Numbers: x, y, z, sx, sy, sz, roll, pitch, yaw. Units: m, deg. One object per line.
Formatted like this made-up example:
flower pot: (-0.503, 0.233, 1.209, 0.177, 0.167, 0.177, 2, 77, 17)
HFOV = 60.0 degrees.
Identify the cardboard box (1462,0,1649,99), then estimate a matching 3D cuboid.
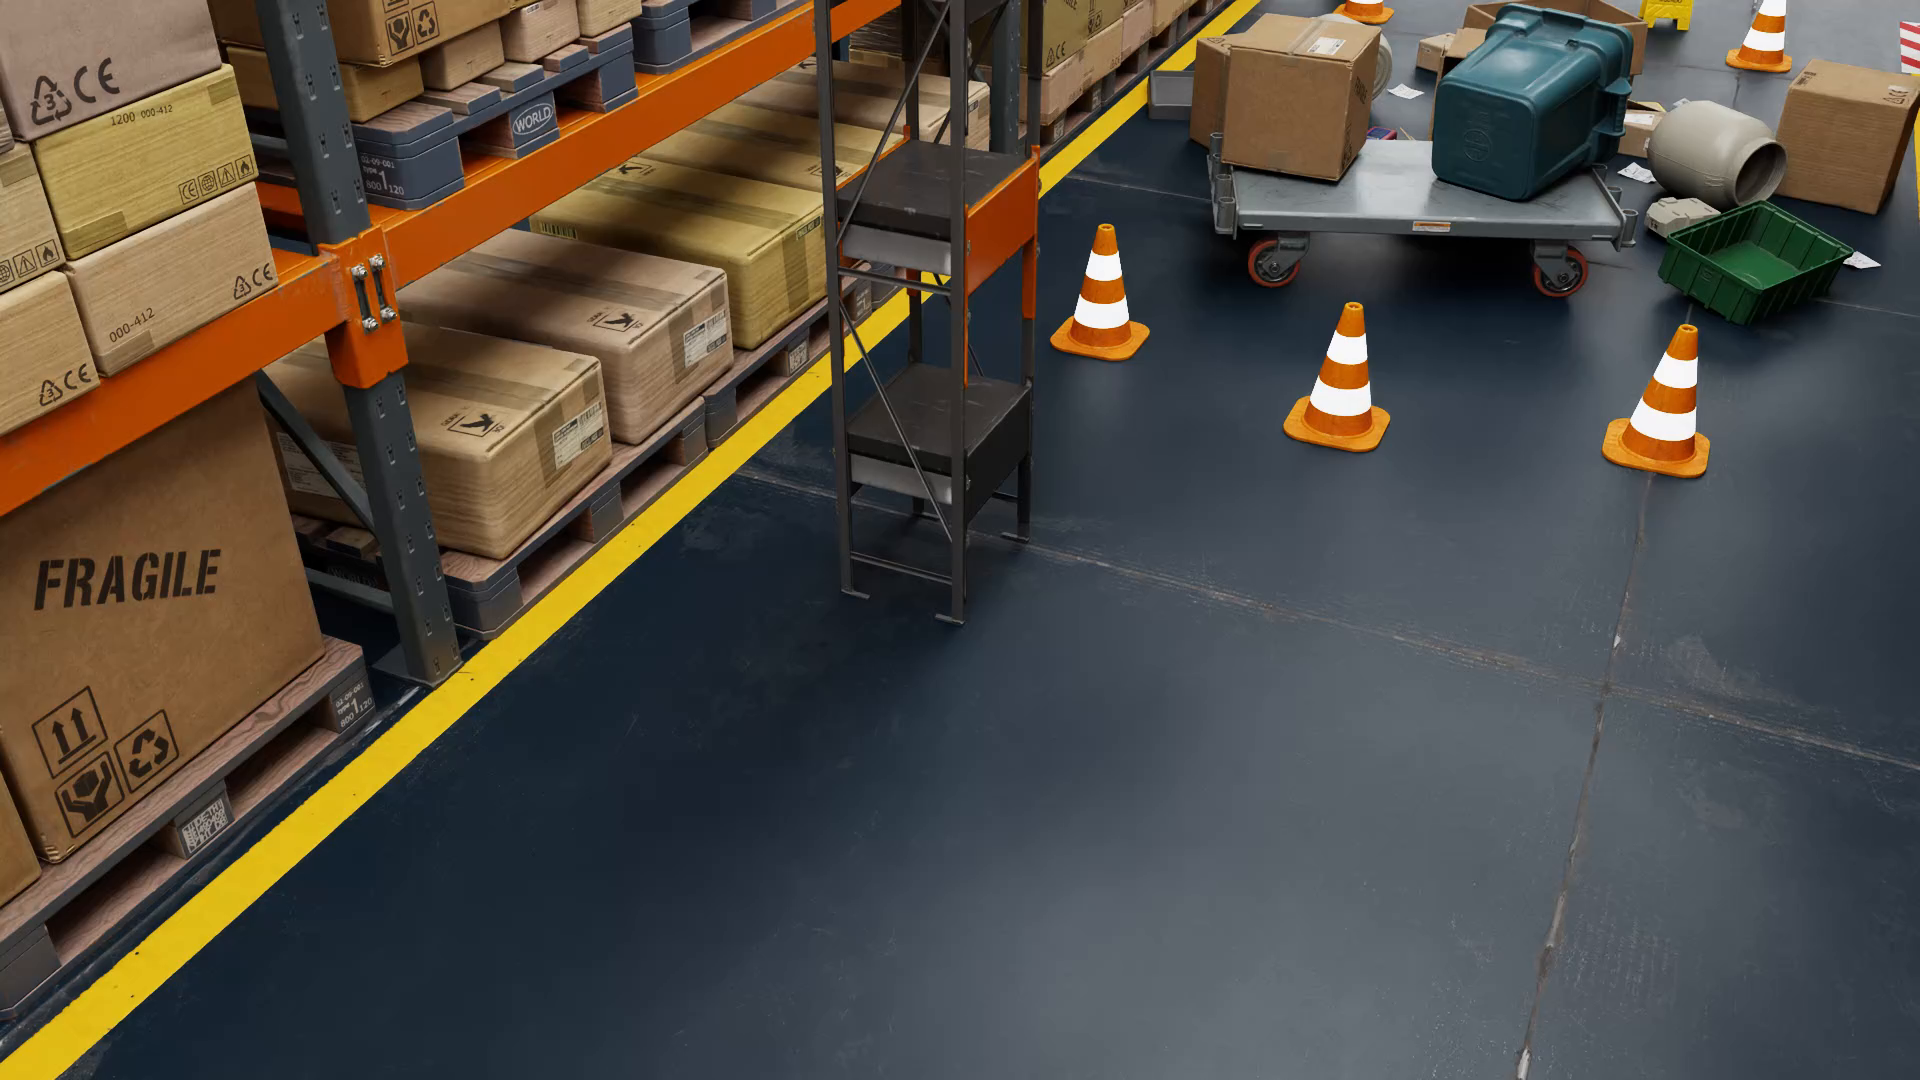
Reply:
cardboard box: (3.028, -2.466, 8.553, 0.797, 0.503, 0.637, -9, 34, -13)

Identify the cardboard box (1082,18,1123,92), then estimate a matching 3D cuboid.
cardboard box: (0.495, -2.500, 8.452, 0.500, 0.250, 0.500, 16, 37, 23)

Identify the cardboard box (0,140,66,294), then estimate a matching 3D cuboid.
cardboard box: (-2.067, -0.572, 3.068, 0.500, 0.250, 0.500, 13, 36, 19)

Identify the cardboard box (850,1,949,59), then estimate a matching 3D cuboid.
cardboard box: (-0.206, -2.669, 8.026, 0.500, 0.500, 0.500, 14, 36, 20)

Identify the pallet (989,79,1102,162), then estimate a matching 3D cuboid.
pallet: (0.039, -2.150, 8.337, 1.003, 0.211, 1.213, 14, 36, 20)

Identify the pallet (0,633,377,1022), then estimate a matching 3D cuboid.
pallet: (-2.282, 0.560, 4.204, 1.003, 0.211, 1.213, 14, 36, 20)

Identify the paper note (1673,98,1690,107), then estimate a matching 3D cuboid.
paper note: (3.821, -2.268, 8.682, 0.144, 0.017, 0.142, 29, 43, 36)

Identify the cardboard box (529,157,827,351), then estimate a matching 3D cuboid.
cardboard box: (-1.014, -1.083, 6.180, 0.950, 0.372, 0.625, 15, 36, 22)

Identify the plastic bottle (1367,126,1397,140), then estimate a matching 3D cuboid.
plastic bottle: (2.033, -1.958, 8.180, 0.133, 0.061, 0.283, 21, 39, 28)

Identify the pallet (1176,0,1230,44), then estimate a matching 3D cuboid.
pallet: (1.059, -3.366, 10.190, 1.003, 0.211, 1.213, 14, 36, 20)

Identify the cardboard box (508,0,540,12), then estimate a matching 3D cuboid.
cardboard box: (-1.274, -1.756, 4.447, 0.500, 0.500, 0.500, 16, 37, 23)

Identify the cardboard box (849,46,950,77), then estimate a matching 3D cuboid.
cardboard box: (-0.207, -2.356, 8.232, 0.500, 0.250, 0.500, 16, 36, 23)

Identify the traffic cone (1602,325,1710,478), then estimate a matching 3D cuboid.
traffic cone: (2.395, -0.506, 5.600, 0.336, 0.463, 0.334, 14, 36, 20)

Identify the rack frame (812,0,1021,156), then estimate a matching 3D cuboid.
rack frame: (-0.210, -2.974, 7.050, 1.000, 3.000, 0.127, 14, 36, 20)

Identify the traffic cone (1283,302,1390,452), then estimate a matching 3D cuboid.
traffic cone: (1.329, -0.600, 5.744, 0.336, 0.463, 0.334, 14, 36, 20)

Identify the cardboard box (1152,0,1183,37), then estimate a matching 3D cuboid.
cardboard box: (0.932, -3.009, 9.229, 0.500, 0.250, 0.500, 13, 35, 19)

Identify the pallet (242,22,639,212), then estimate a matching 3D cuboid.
pallet: (-1.682, -1.281, 4.643, 1.213, 0.211, 1.003, 14, 36, 20)

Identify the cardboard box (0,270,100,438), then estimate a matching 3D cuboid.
cardboard box: (-2.059, -0.349, 3.184, 0.500, 0.250, 0.500, 15, 36, 21)

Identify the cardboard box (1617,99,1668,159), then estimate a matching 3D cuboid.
cardboard box: (3.374, -2.024, 8.094, 0.396, 0.266, 0.258, 21, 39, 28)

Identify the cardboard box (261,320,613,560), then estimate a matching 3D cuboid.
cardboard box: (-1.638, -0.338, 5.043, 0.950, 0.372, 0.625, 12, 35, 17)

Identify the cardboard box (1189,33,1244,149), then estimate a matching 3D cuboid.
cardboard box: (1.474, -2.151, 8.072, 0.500, 0.500, 0.500, -15, 36, -21)

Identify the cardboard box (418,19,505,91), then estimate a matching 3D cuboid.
cardboard box: (-1.430, -1.305, 4.350, 0.380, 0.149, 0.250, 12, 35, 18)

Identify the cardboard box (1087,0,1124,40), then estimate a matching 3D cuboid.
cardboard box: (0.495, -2.814, 8.247, 0.500, 0.500, 0.500, 16, 36, 22)

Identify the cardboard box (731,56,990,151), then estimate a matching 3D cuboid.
cardboard box: (-0.427, -1.789, 7.256, 0.950, 0.372, 0.625, 15, 36, 21)

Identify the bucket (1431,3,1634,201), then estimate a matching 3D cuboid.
bucket: (2.291, -1.752, 6.785, 0.726, 0.611, 0.620, 29, 53, 36)

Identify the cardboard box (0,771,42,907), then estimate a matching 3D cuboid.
cardboard box: (-2.625, 0.499, 3.307, 0.875, 0.875, 0.875, 15, 36, 21)

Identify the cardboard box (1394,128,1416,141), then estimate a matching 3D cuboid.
cardboard box: (2.080, -1.744, 7.667, 0.258, 0.266, 0.396, -9, 34, -13)

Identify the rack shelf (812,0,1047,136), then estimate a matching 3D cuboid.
rack shelf: (-0.069, -1.370, 4.172, 0.431, 0.518, 0.480, 14, 36, 20)

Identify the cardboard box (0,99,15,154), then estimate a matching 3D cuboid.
cardboard box: (-2.070, -0.867, 2.833, 0.500, 0.500, 0.500, 15, 36, 21)

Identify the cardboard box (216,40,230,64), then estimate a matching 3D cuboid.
cardboard box: (-1.960, -1.269, 4.297, 0.380, 0.149, 0.250, 16, 36, 22)

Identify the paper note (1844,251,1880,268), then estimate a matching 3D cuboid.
paper note: (3.787, -1.190, 7.036, 0.147, 0.020, 0.142, -9, 34, -13)

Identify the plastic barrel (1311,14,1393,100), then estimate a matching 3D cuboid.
plastic barrel: (1.974, -2.513, 8.696, 0.421, 0.421, 0.512, -15, 36, -21)

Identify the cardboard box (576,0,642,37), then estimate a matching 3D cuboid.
cardboard box: (-1.140, -1.563, 4.744, 0.380, 0.149, 0.250, 14, 36, 21)

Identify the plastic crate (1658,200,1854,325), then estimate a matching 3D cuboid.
plastic crate: (3.211, -1.124, 6.740, 0.662, 0.188, 0.450, -21, 49, -29)

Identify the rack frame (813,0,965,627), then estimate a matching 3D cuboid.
rack frame: (-0.171, -0.674, 4.363, 0.400, 2.100, 0.015, 14, 36, 20)

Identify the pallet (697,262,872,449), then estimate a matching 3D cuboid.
pallet: (-1.044, -0.810, 6.293, 1.003, 0.211, 1.213, 14, 36, 20)

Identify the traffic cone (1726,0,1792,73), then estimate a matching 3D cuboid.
traffic cone: (4.490, -2.881, 9.222, 0.336, 0.463, 0.334, 14, 36, 20)

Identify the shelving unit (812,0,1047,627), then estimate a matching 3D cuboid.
shelving unit: (-0.069, -0.796, 4.549, 0.431, 2.100, 0.503, 14, 36, 20)

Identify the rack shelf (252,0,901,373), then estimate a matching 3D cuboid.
rack shelf: (-1.047, -1.677, 5.728, 1.077, 0.370, 4.000, 14, 36, 20)

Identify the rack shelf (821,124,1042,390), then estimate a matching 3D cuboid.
rack shelf: (-0.069, -0.784, 4.556, 0.431, 0.518, 0.480, 14, 36, 20)
